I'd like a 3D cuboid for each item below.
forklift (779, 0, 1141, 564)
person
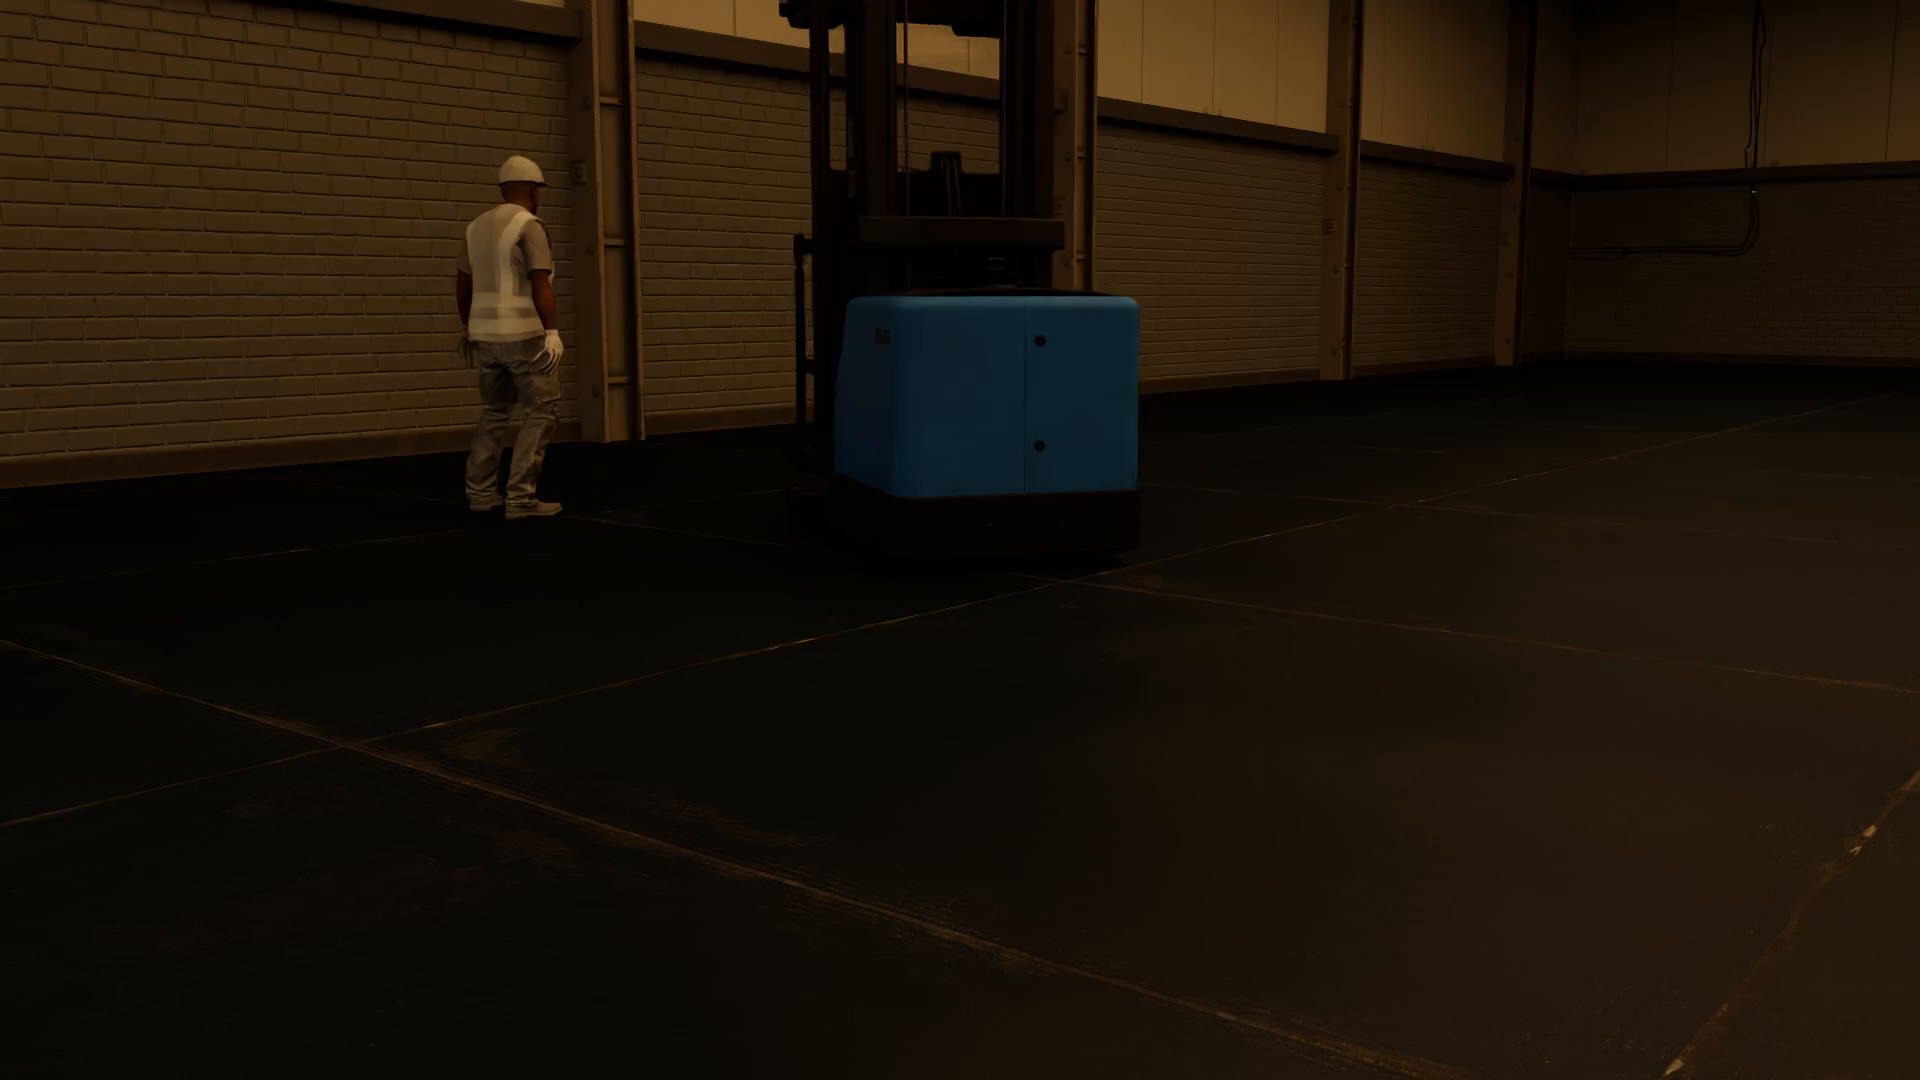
[{"bbox_3d":[-0.209,-1.530,7.736,1.130,2.935,3.031,-3,9,-18],"label":"forklift"},{"bbox_3d":[-2.179,-0.994,8.159,0.860,1.749,0.432,6,10,36],"label":"person"}]
